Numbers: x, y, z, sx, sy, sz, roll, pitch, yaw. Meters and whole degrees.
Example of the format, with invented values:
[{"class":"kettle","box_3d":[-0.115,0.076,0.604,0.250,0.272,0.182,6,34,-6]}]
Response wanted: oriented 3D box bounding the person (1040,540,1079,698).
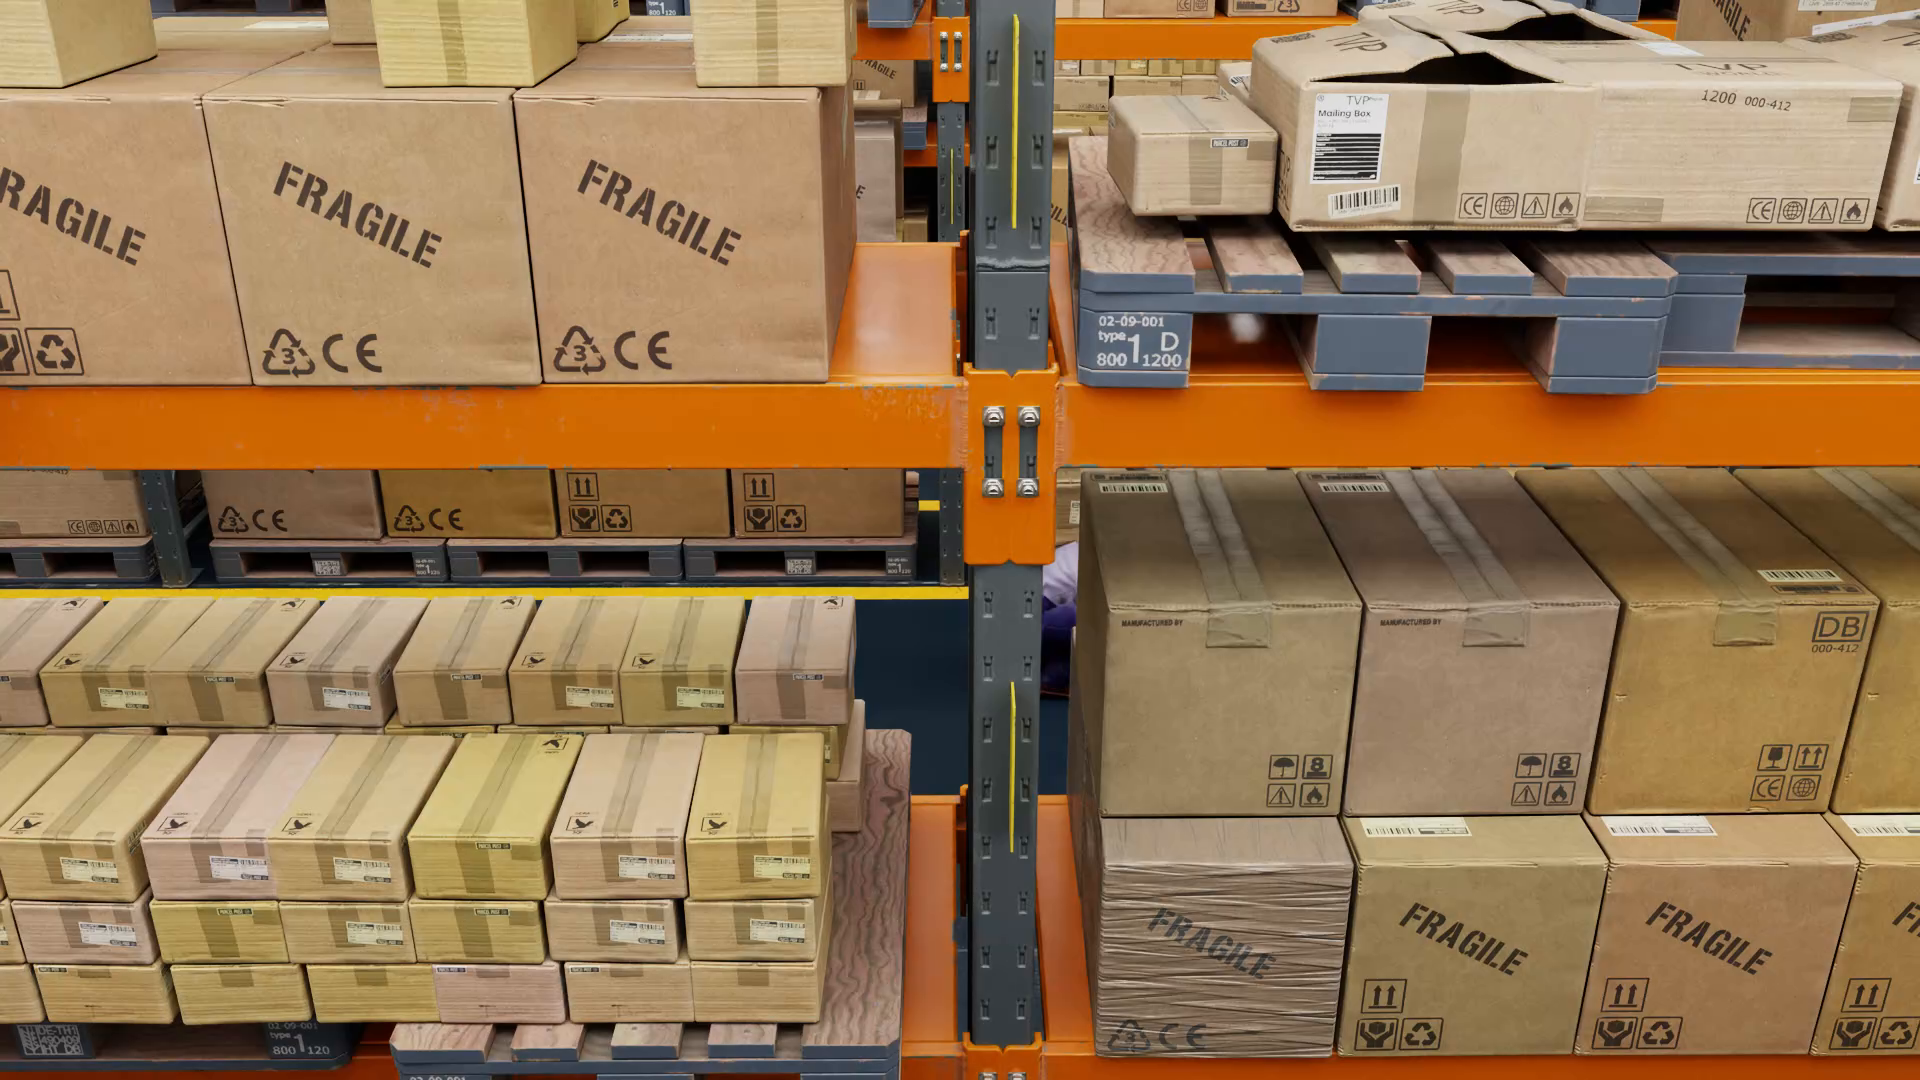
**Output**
[{"class":"person","box_3d":[0.586,0.324,7.547,0.864,0.786,0.507,-2,24,-4]}]
